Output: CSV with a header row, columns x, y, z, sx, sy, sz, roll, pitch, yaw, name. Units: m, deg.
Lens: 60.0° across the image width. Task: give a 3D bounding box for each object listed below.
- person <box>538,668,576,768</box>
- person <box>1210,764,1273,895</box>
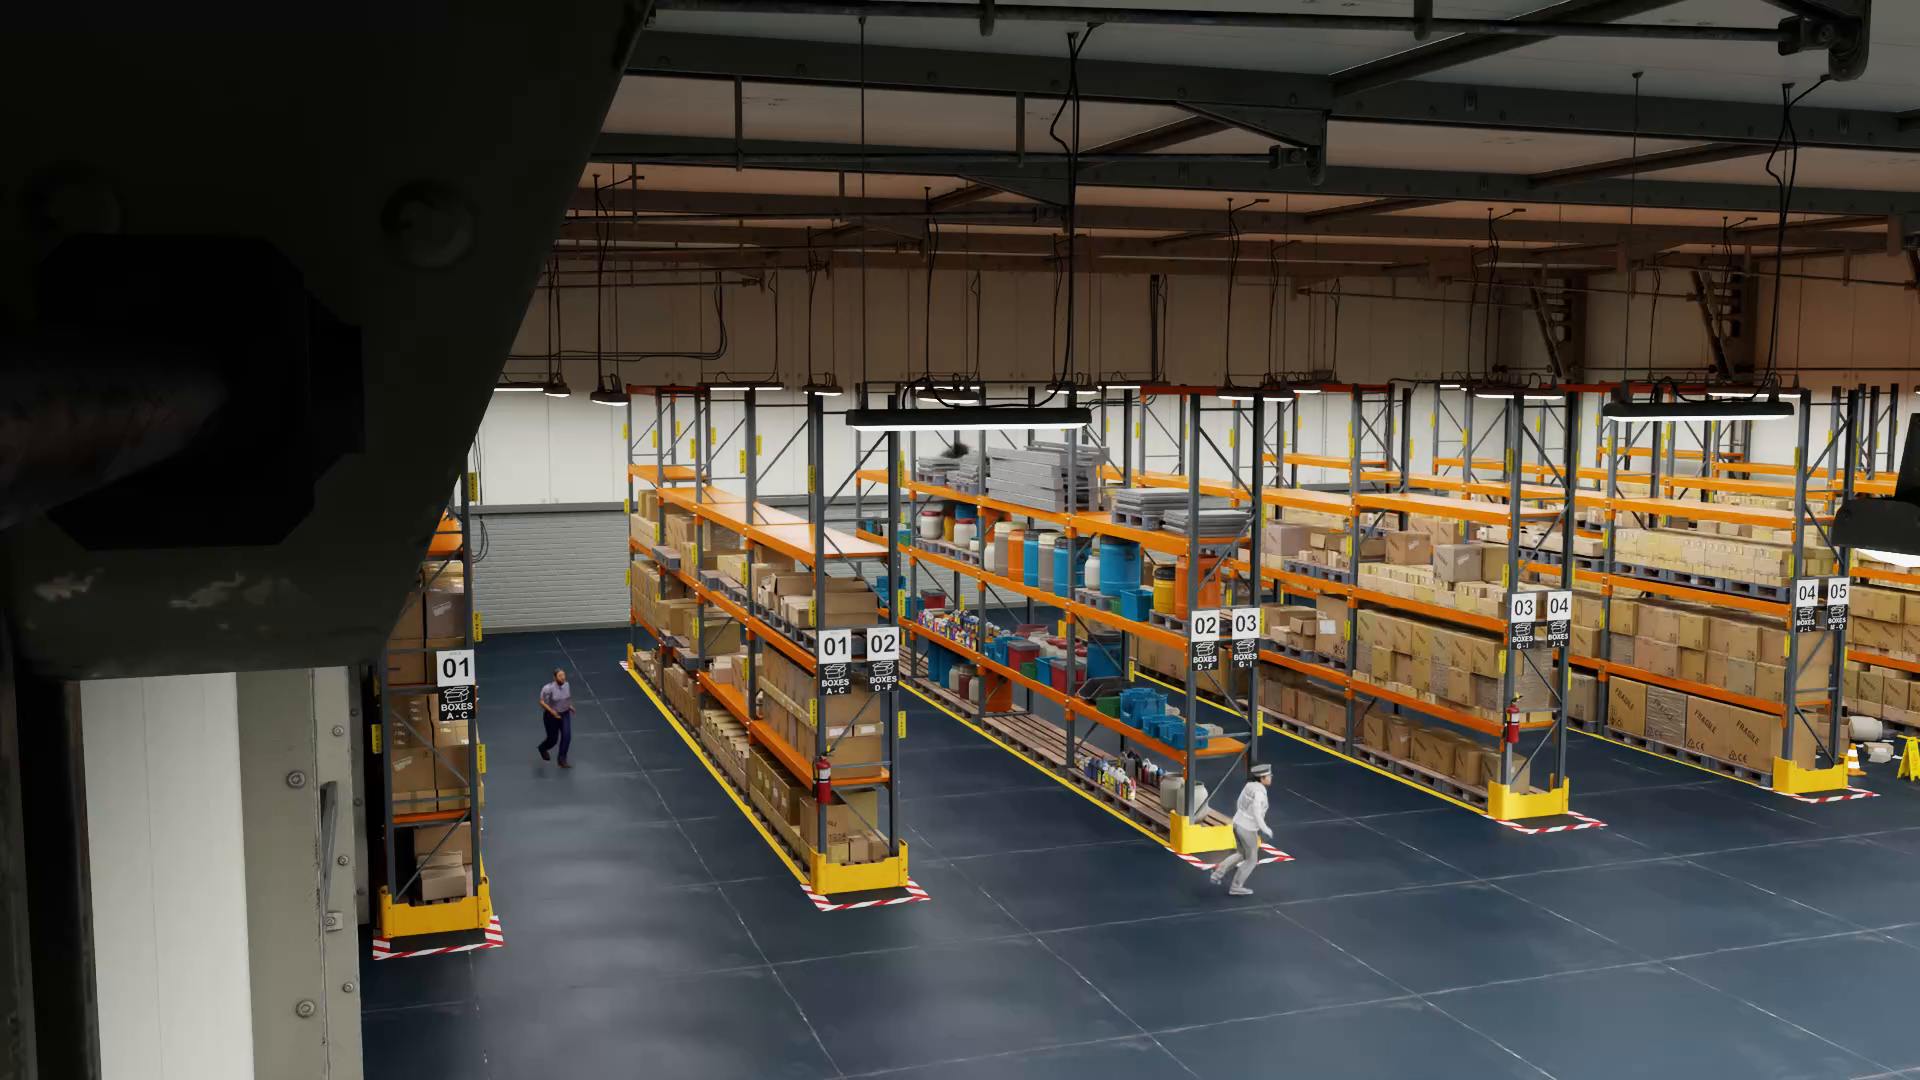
x,y,z,sx,sy,sz,roll,pitch,yaw,name
-6.475,2.818,26.523,0.607,1.590,0.734,-5,8,-42,person
3.387,3.475,19.957,0.712,1.604,0.573,-1,6,-9,person
